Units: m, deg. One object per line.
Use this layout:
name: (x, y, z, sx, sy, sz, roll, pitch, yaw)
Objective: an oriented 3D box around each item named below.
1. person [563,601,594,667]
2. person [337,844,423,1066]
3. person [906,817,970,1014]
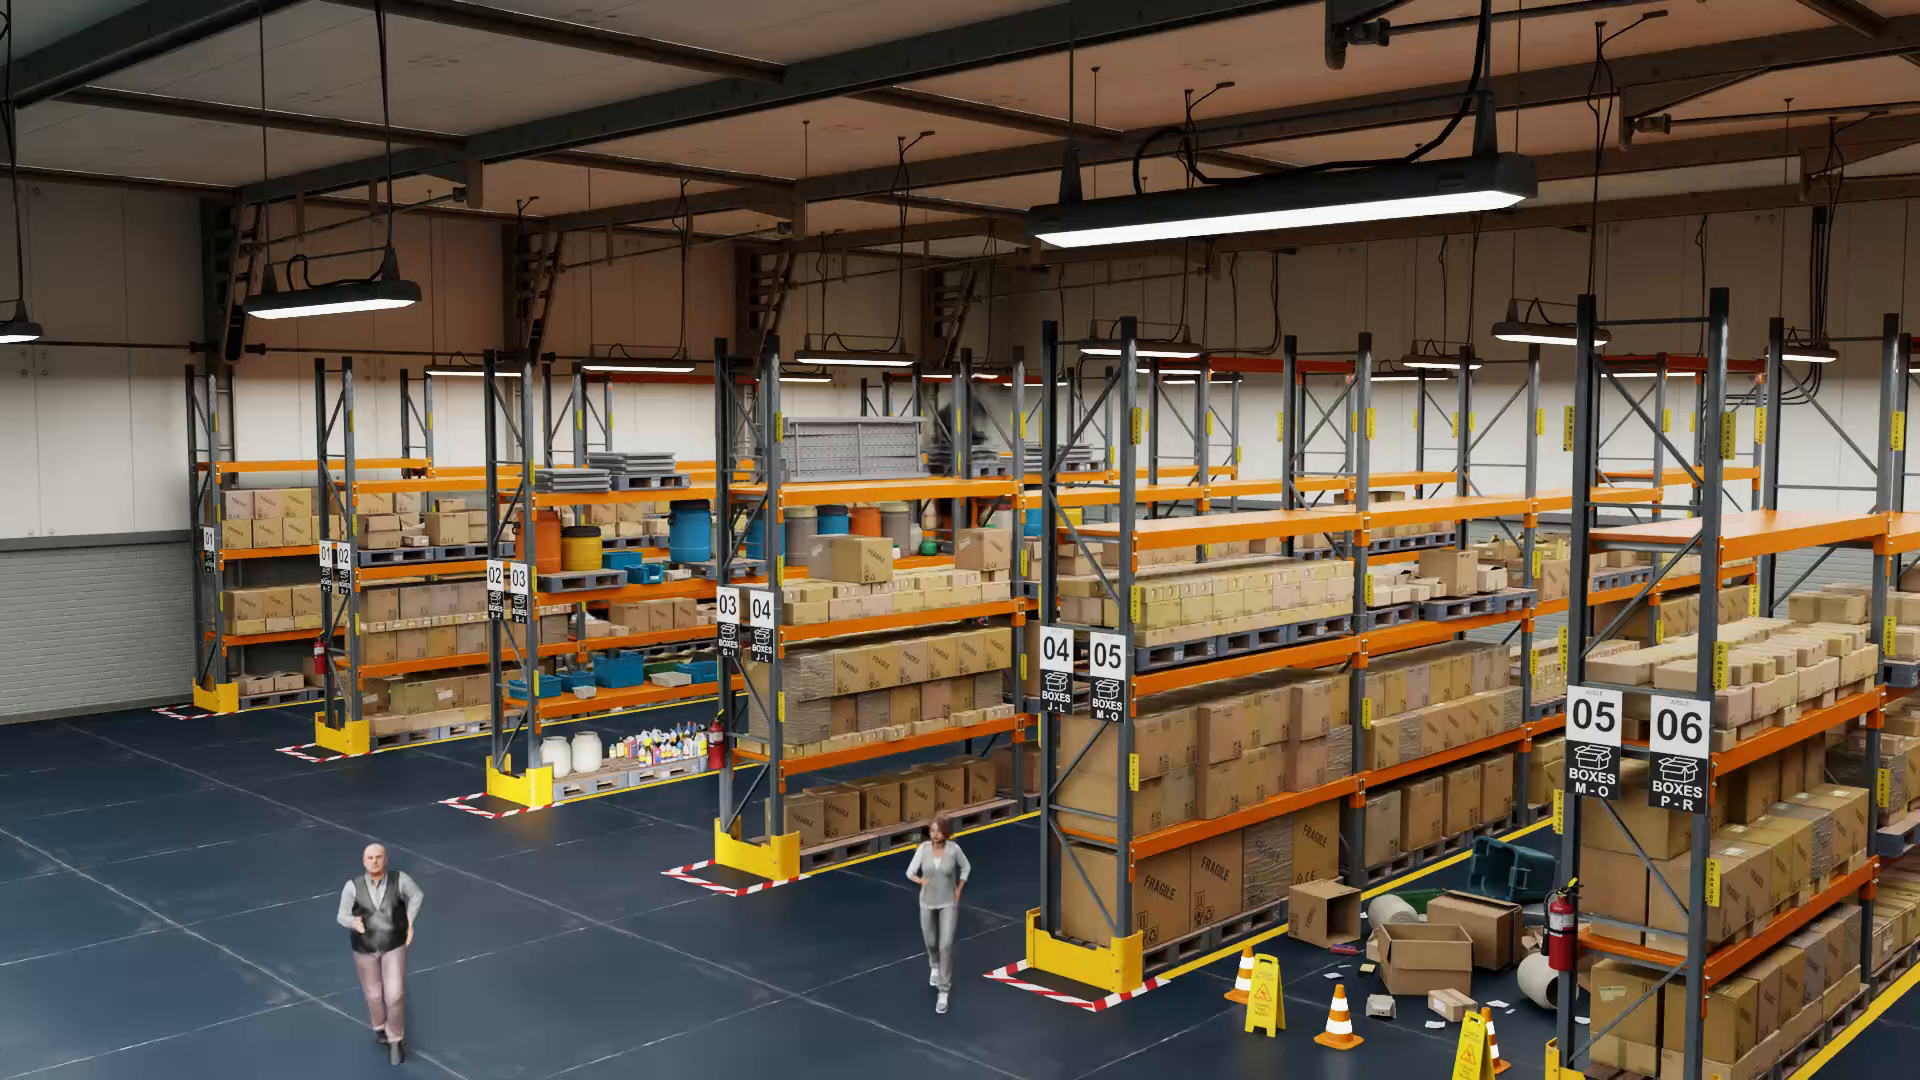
person: (-7.024, 1.936, 30.661, 0.652, 1.773, 0.653, 2, 5, 29)
person: (-4.628, 3.303, 13.276, 0.635, 1.767, 0.756, -1, 4, -13)
person: (-0.205, 3.235, 14.611, 0.542, 1.622, 0.756, 1, 4, 11)
